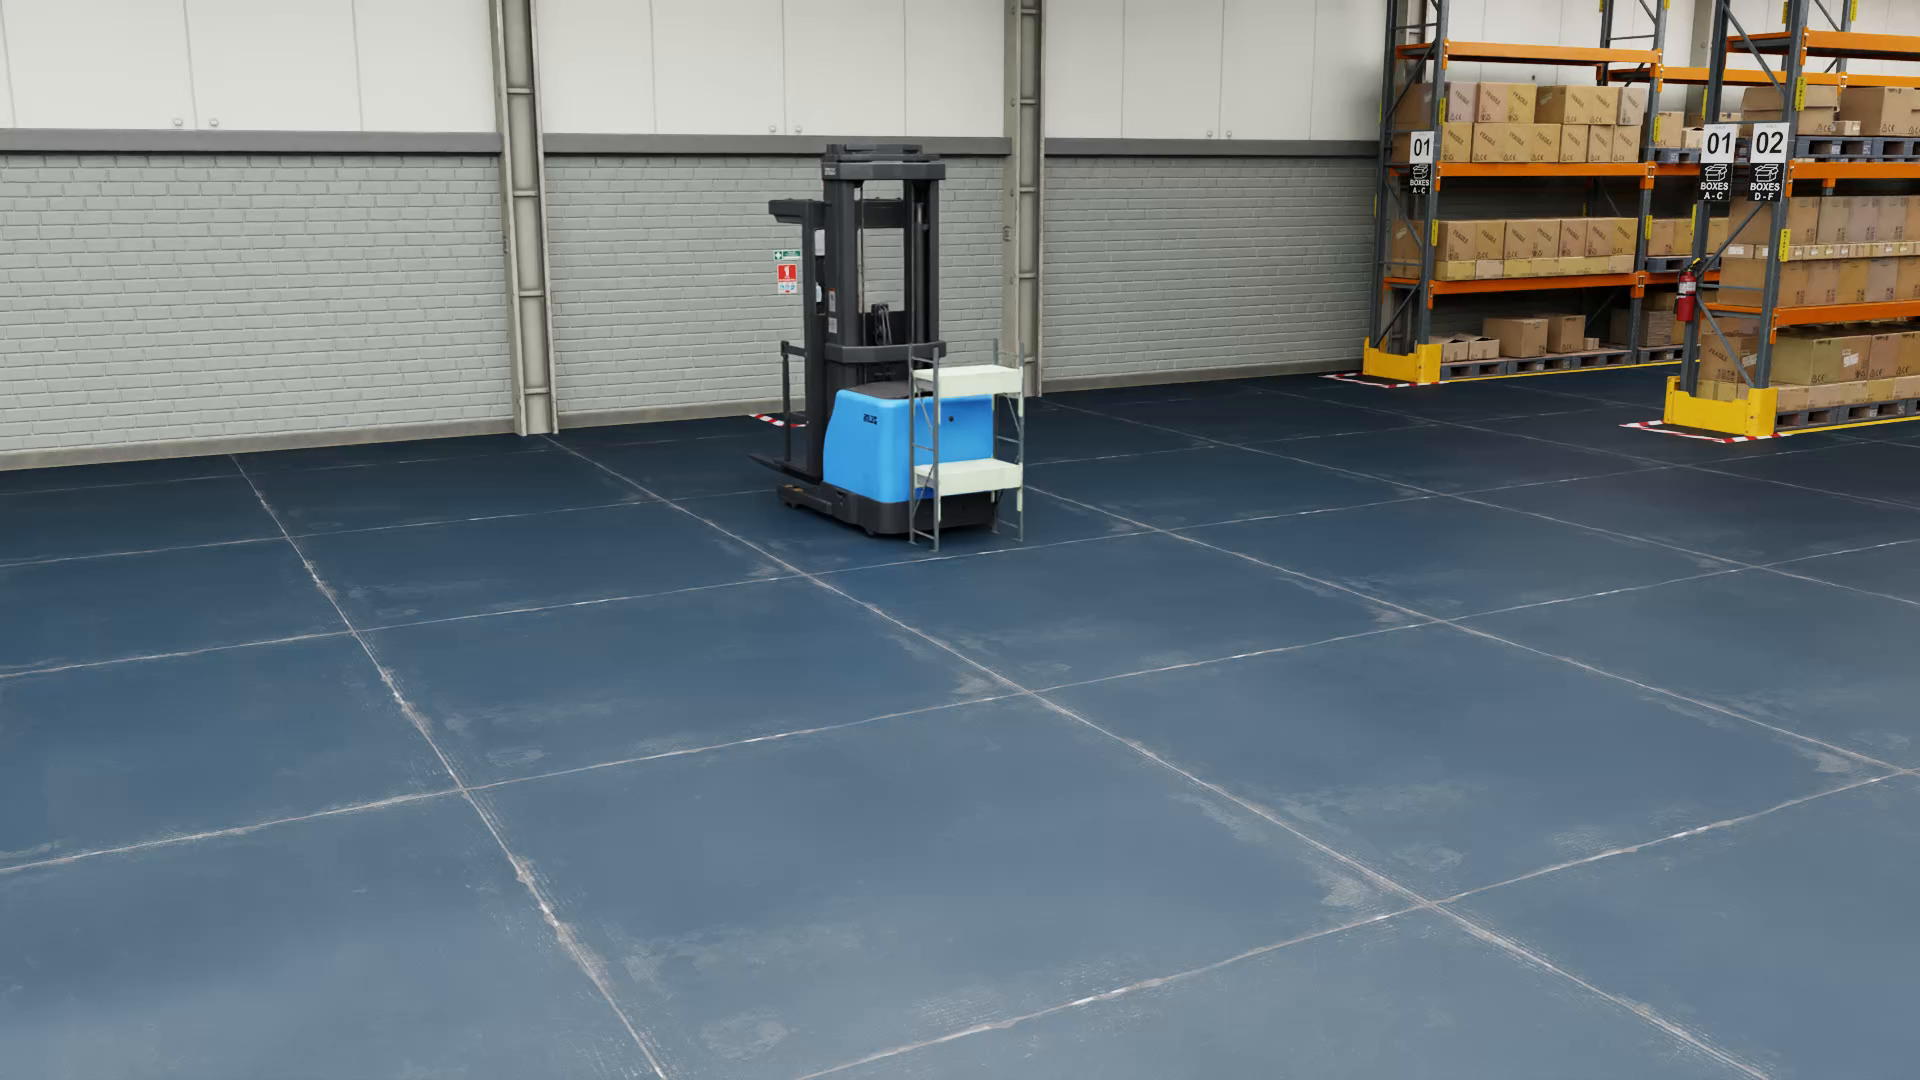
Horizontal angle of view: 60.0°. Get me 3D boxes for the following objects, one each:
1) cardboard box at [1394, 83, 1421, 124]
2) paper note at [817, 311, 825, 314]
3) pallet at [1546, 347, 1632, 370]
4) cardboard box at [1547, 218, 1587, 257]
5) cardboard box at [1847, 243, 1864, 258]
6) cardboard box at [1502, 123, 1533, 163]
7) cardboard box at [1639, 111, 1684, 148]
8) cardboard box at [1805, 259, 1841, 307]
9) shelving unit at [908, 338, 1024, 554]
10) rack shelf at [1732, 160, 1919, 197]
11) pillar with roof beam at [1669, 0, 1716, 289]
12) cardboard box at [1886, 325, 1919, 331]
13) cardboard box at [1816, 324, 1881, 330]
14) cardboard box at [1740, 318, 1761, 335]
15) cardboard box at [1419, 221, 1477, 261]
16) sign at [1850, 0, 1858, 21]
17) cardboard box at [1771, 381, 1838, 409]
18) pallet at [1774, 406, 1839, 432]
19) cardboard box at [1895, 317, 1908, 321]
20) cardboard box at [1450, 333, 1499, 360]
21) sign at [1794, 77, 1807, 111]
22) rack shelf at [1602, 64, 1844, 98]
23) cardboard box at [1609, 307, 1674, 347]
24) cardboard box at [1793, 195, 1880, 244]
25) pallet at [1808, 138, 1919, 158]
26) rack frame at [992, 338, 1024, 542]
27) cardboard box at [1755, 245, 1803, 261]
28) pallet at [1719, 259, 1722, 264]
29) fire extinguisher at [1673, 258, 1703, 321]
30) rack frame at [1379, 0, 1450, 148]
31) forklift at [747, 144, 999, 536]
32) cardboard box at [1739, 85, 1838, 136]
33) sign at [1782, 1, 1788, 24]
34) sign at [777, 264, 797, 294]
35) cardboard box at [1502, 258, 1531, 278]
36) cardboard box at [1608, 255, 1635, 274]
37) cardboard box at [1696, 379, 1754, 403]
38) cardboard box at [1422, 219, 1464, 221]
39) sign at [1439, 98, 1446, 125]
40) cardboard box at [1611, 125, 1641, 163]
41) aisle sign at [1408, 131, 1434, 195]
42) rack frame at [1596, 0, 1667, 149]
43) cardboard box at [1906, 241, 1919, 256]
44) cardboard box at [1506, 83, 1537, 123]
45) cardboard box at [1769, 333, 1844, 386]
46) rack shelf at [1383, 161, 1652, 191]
[{"bbox_3d":[6.082,-5.733,21.871,0.500,0.500,0.500,-6,14,-25],"label":"cardboard box"},{"bbox_3d":[-1.614,-2.549,19.111,0.142,0.148,0.016,-7,14,-28],"label":"paper note"},{"bbox_3d":[8.767,-2.611,23.729,1.213,0.211,1.003,-7,14,-28],"label":"pallet"},{"bbox_3d":[8.190,-4.137,22.749,0.500,0.500,0.500,-7,15,-29],"label":"cardboard box"},{"bbox_3d":[9.558,-3.148,18.058,0.250,0.149,0.380,-7,15,-30],"label":"cardboard box"},{"bbox_3d":[7.184,-5.242,21.964,0.500,0.500,0.500,-6,14,-25],"label":"cardboard box"},{"bbox_3d":[9.858,-5.808,23.568,0.500,0.500,0.500,-5,13,-20],"label":"cardboard box"},{"bbox_3d":[9.080,-2.825,18.103,0.500,0.500,0.700,-6,14,-26],"label":"cardboard box"},{"bbox_3d":[0.048,-0.713,12.360,0.755,1.500,0.431,-7,15,-30],"label":"shelving unit"},{"bbox_3d":[9.961,-3.996,18.342,4.000,0.370,1.077,-7,14,-28],"label":"rack shelf"},{"bbox_3d":[13.358,-6.597,21.425,0.400,9.000,9.100,-7,14,-28],"label":"pillar with roof beam"},{"bbox_3d":[10.970,-2.182,19.073,0.500,0.500,0.500,-7,14,-28],"label":"cardboard box"},{"bbox_3d":[10.282,-2.230,19.285,0.500,0.500,0.500,-7,14,-28],"label":"cardboard box"},{"bbox_3d":[11.736,-3.347,25.341,0.500,0.500,0.700,-7,14,-28],"label":"cardboard box"},{"bbox_3d":[6.392,-3.923,21.795,0.500,0.500,0.500,-7,14,-28],"label":"cardboard box"},{"bbox_3d":[13.119,-7.787,24.407,0.005,0.325,0.100,-7,14,-28],"label":"sign"},{"bbox_3d":[9.220,-1.604,18.210,0.500,0.250,0.500,-7,14,-28],"label":"cardboard box"},{"bbox_3d":[8.857,-1.402,18.357,1.213,0.211,1.003,-7,14,-28],"label":"pallet"},{"bbox_3d":[15.074,-3.859,26.864,0.750,0.750,0.750,-6,14,-26],"label":"cardboard box"},{"bbox_3d":[6.979,-2.646,22.657,0.500,0.311,0.500,-6,14,-23],"label":"cardboard box"},{"bbox_3d":[8.466,-4.495,16.745,0.005,0.325,0.100,-7,14,-28],"label":"sign"},{"bbox_3d":[11.095,-6.640,24.167,4.000,0.370,1.077,-7,14,-28],"label":"rack shelf"},{"bbox_3d":[9.978,-3.124,24.352,0.500,0.500,0.700,-6,14,-26],"label":"cardboard box"},{"bbox_3d":[9.569,-3.517,18.223,0.500,0.500,0.700,-7,14,-28],"label":"cardboard box"},{"bbox_3d":[9.911,-4.292,18.220,1.213,0.211,1.003,-7,14,-28],"label":"pallet"},{"bbox_3d":[0.363,-0.754,12.542,0.023,1.500,0.400,-7,15,-30],"label":"rack frame"},{"bbox_3d":[8.653,-3.039,17.574,0.250,0.149,0.380,-7,14,-28],"label":"cardboard box"},{"bbox_3d":[12.276,-4.280,25.234,1.003,0.211,1.213,-7,14,-28],"label":"pallet"},{"bbox_3d":[7.879,-2.713,18.009,0.183,0.674,0.296,-7,14,-28],"label":"fire extinguisher"},{"bbox_3d":[5.829,-6.555,21.239,0.127,3.000,1.000,-7,14,-28],"label":"rack frame"},{"bbox_3d":[-0.875,-1.739,13.659,1.130,2.935,3.031,-7,15,-29],"label":"forklift"},{"bbox_3d":[8.712,-4.520,17.520,0.637,0.503,0.797,-6,14,-24],"label":"cardboard box"},{"bbox_3d":[12.581,-8.036,25.332,0.005,0.325,0.100,-7,14,-28],"label":"sign"},{"bbox_3d":[-1.960,-2.964,18.864,0.234,0.329,0.001,-7,14,-28],"label":"sign"},{"bbox_3d":[7.308,-3.664,22.356,0.500,0.250,0.500,-7,15,-29],"label":"cardboard box"},{"bbox_3d":[9.069,-3.877,23.301,0.500,0.250,0.500,-7,14,-28],"label":"cardboard box"},{"bbox_3d":[8.535,-1.650,18.417,0.500,0.250,0.500,-7,14,-28],"label":"cardboard box"},{"bbox_3d":[6.587,-4.072,22.459,0.500,0.500,0.500,-7,14,-27],"label":"cardboard box"},{"bbox_3d":[6.089,-5.413,21.008,0.005,0.325,0.100,-7,14,-28],"label":"sign"},{"bbox_3d":[9.013,-5.470,22.976,0.500,0.500,0.500,-6,14,-26],"label":"cardboard box"},{"bbox_3d":[5.909,-4.831,21.322,0.004,0.787,0.394,-7,14,-28],"label":"aisle sign"},{"bbox_3d":[9.340,-6.975,23.109,0.127,3.000,1.000,-7,14,-28],"label":"rack frame"},{"bbox_3d":[10.465,-3.257,18.542,0.250,0.149,0.380,-6,14,-26],"label":"cardboard box"},{"bbox_3d":[7.192,-5.730,21.858,0.500,0.500,0.500,-6,14,-26],"label":"cardboard box"},{"bbox_3d":[9.221,-1.969,18.126,0.500,0.500,0.500,-7,14,-28],"label":"cardboard box"},{"bbox_3d":[7.584,-4.951,22.582,4.000,0.370,1.077,-7,14,-28],"label":"rack shelf"}]
